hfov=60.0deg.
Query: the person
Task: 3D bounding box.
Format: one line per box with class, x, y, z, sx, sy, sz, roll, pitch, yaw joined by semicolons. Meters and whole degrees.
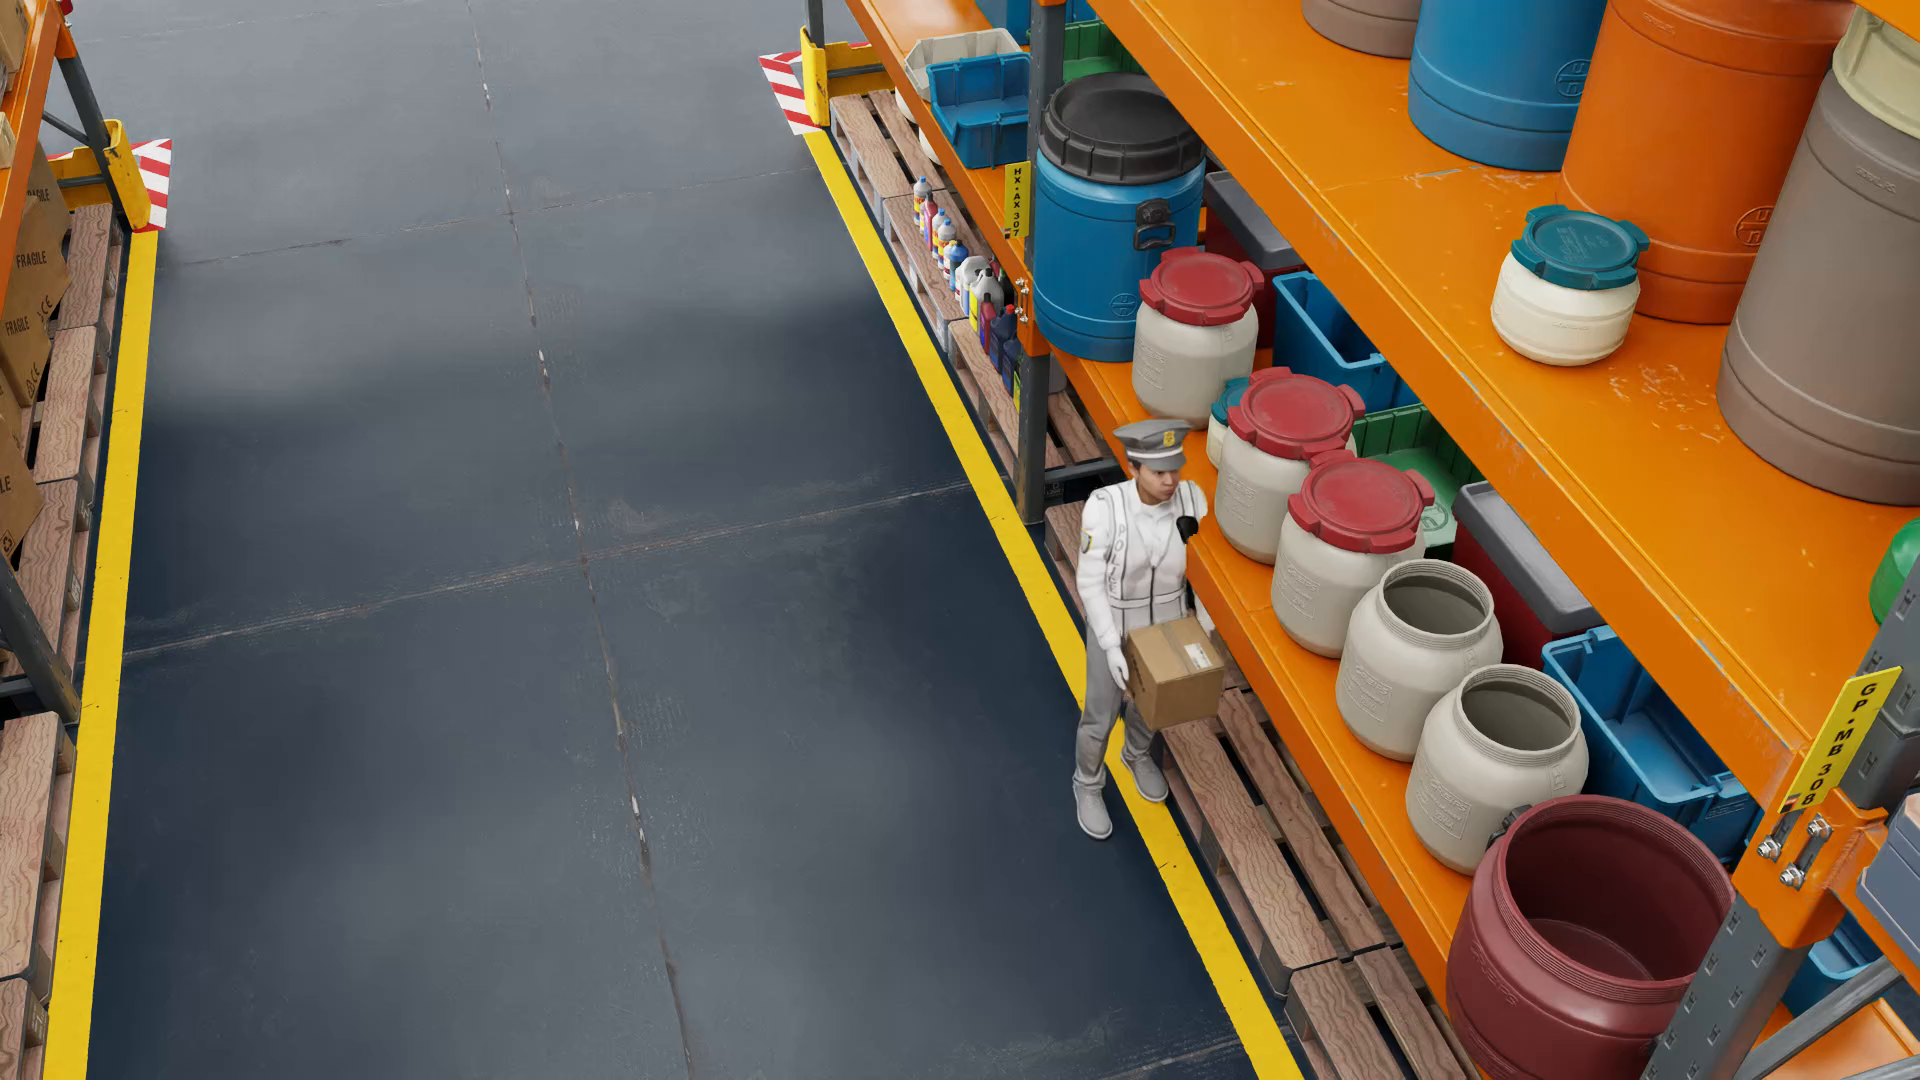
person;0.638;0.358;5.752;0.555;1.687;0.448;-9;43;-9
